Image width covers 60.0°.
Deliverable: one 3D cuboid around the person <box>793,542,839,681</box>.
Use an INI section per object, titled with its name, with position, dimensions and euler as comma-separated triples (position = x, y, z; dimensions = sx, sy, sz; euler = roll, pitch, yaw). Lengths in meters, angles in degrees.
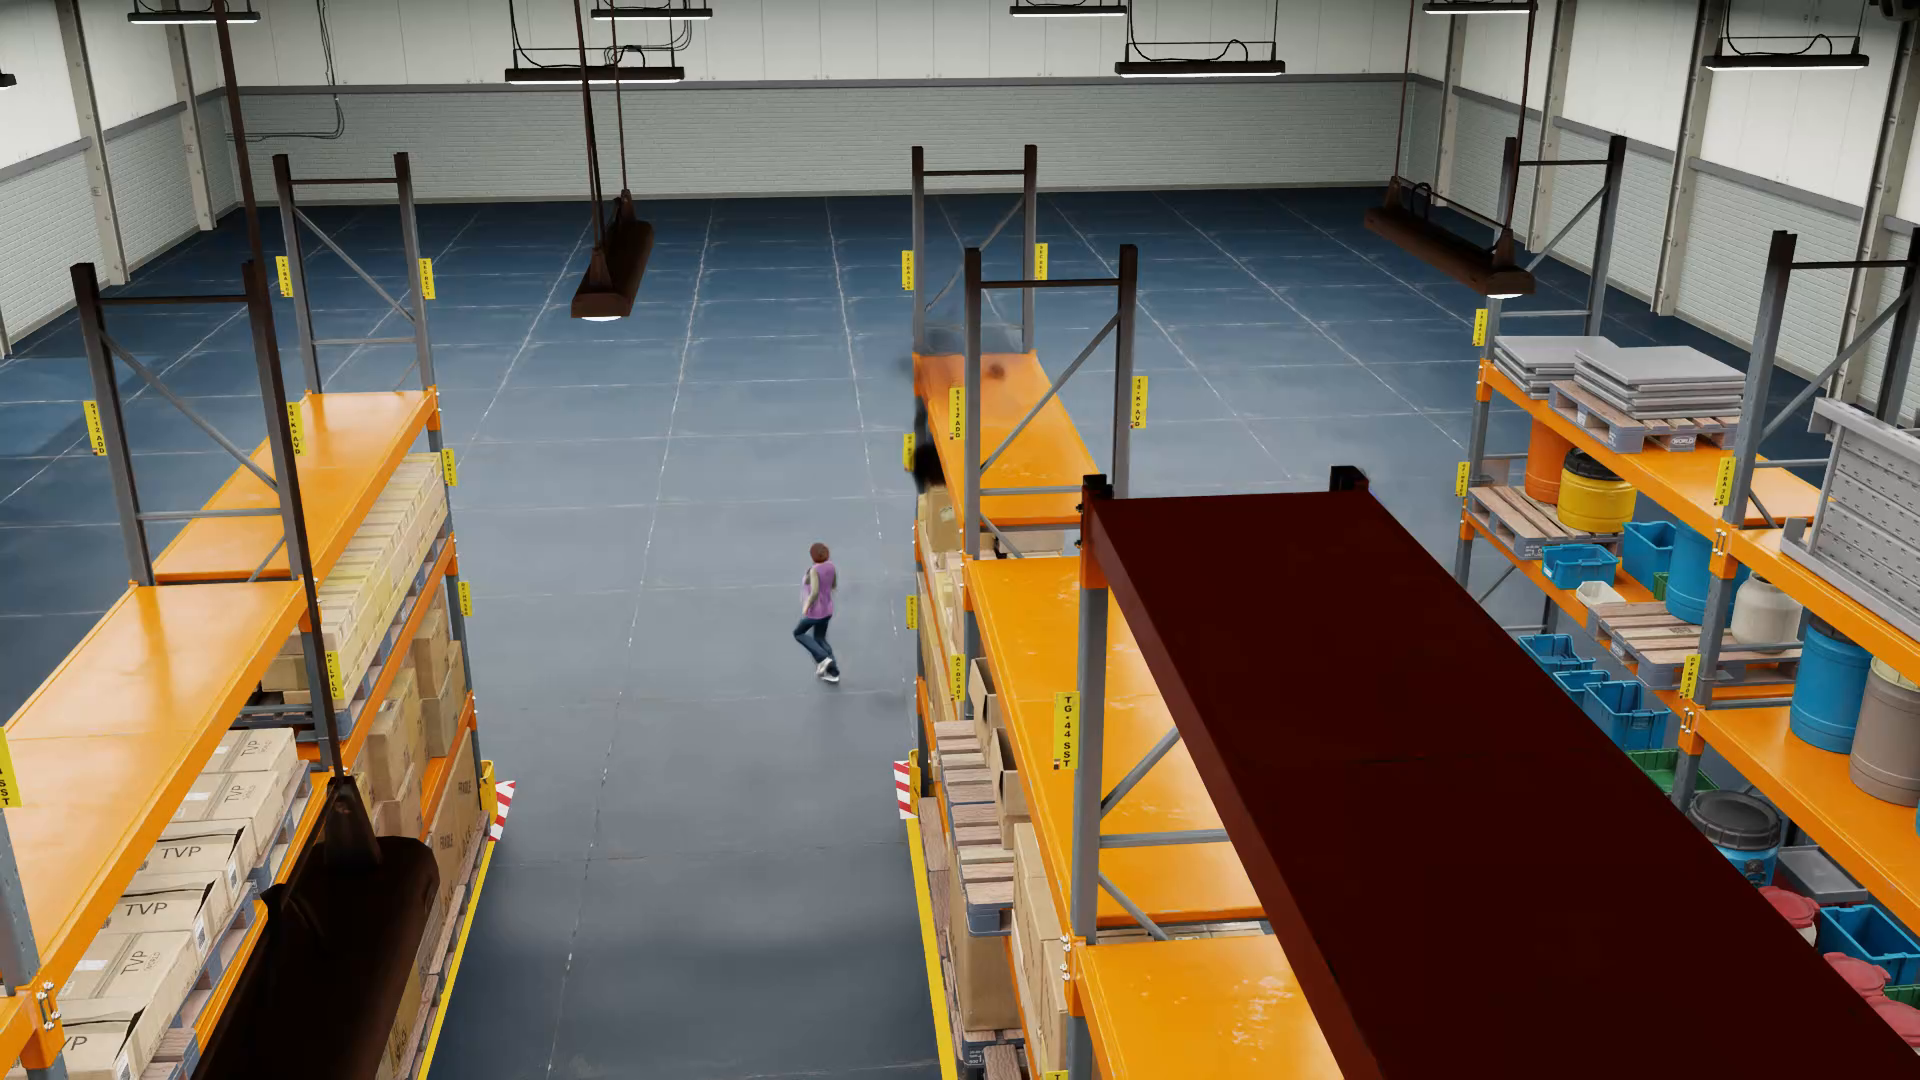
[person]
position = -1.523, 0.757, 17.615
dimensions = 0.540, 1.558, 0.553
euler = 14, 26, 32
